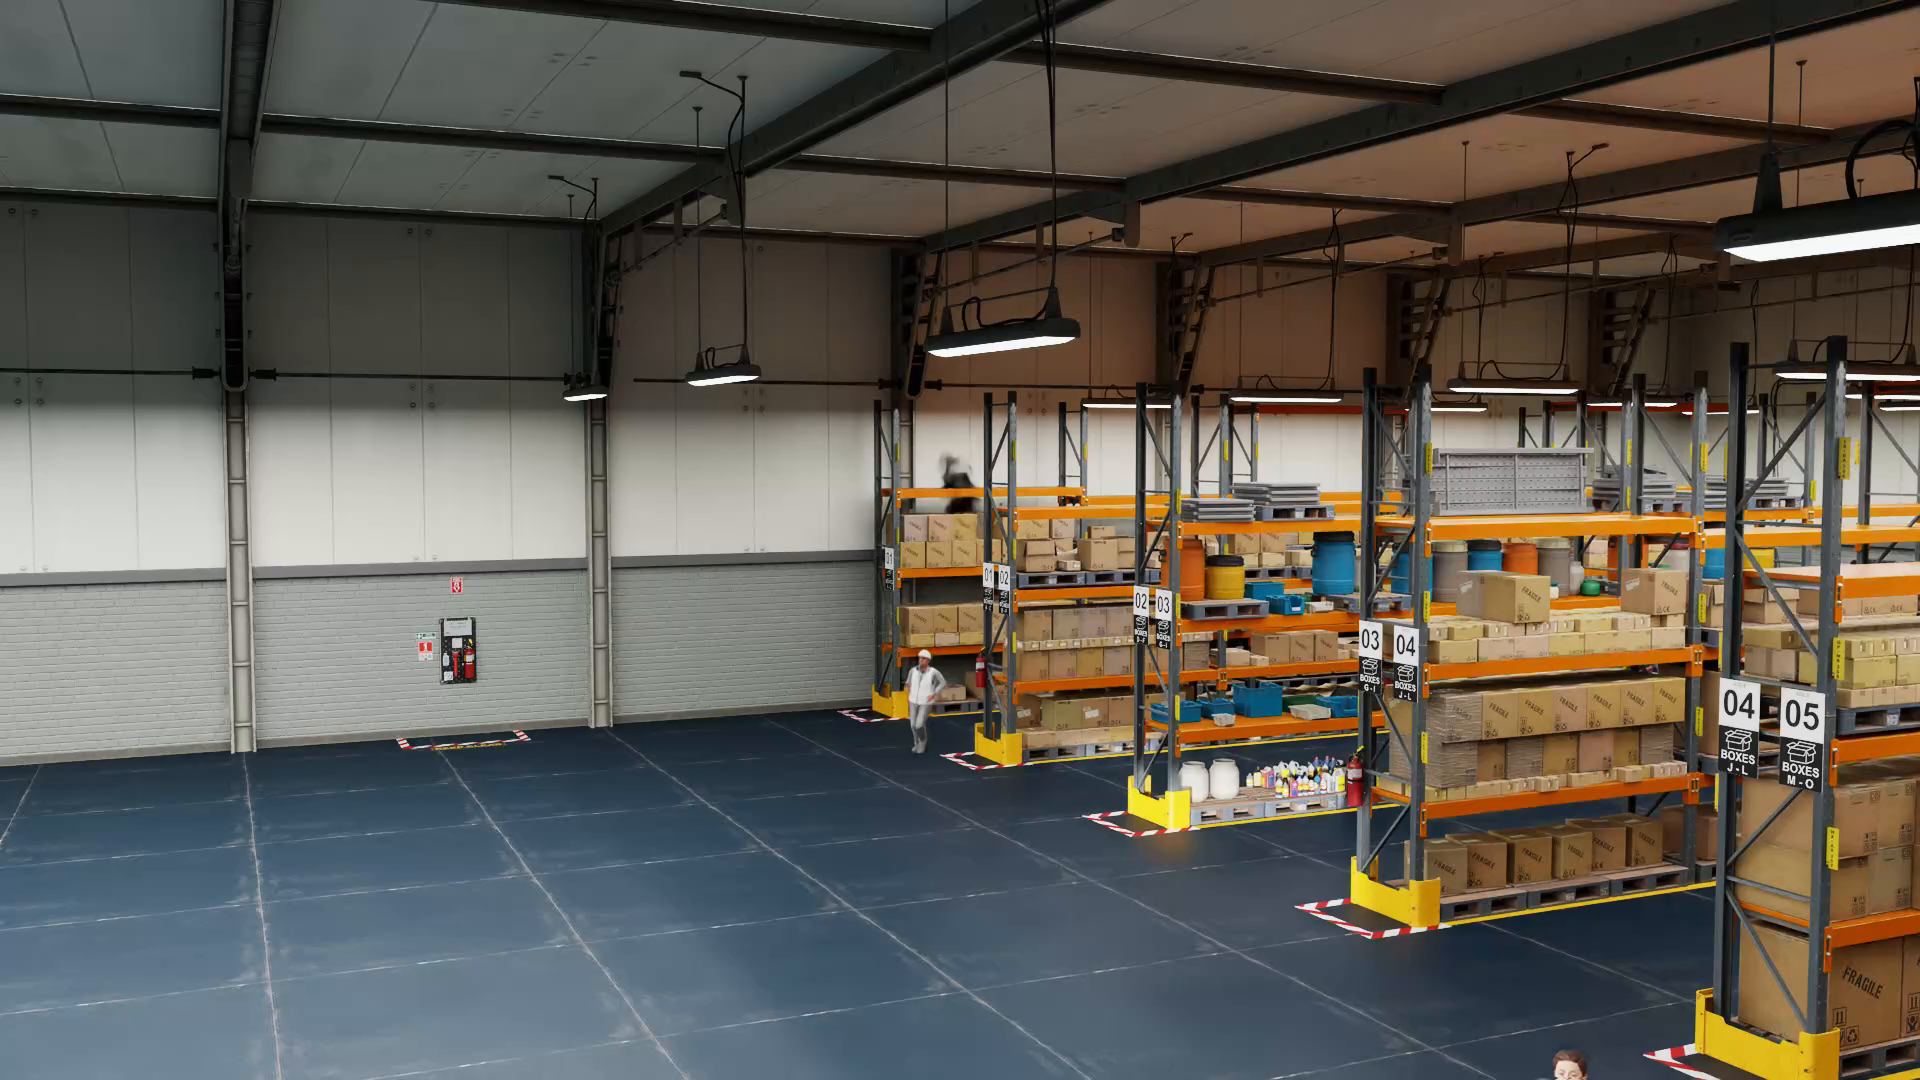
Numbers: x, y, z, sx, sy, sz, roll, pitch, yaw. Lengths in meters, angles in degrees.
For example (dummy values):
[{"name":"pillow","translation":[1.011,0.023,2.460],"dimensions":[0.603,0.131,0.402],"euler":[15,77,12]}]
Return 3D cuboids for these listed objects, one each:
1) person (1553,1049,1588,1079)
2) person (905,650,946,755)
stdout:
[{"name":"person","translation":[3.495,3.740,9.487],"dimensions":[0.554,1.689,0.854],"euler":[2,4,25]},{"name":"person","translation":[-0.627,2.698,27.527],"dimensions":[0.665,1.761,0.668],"euler":[2,4,27]}]
